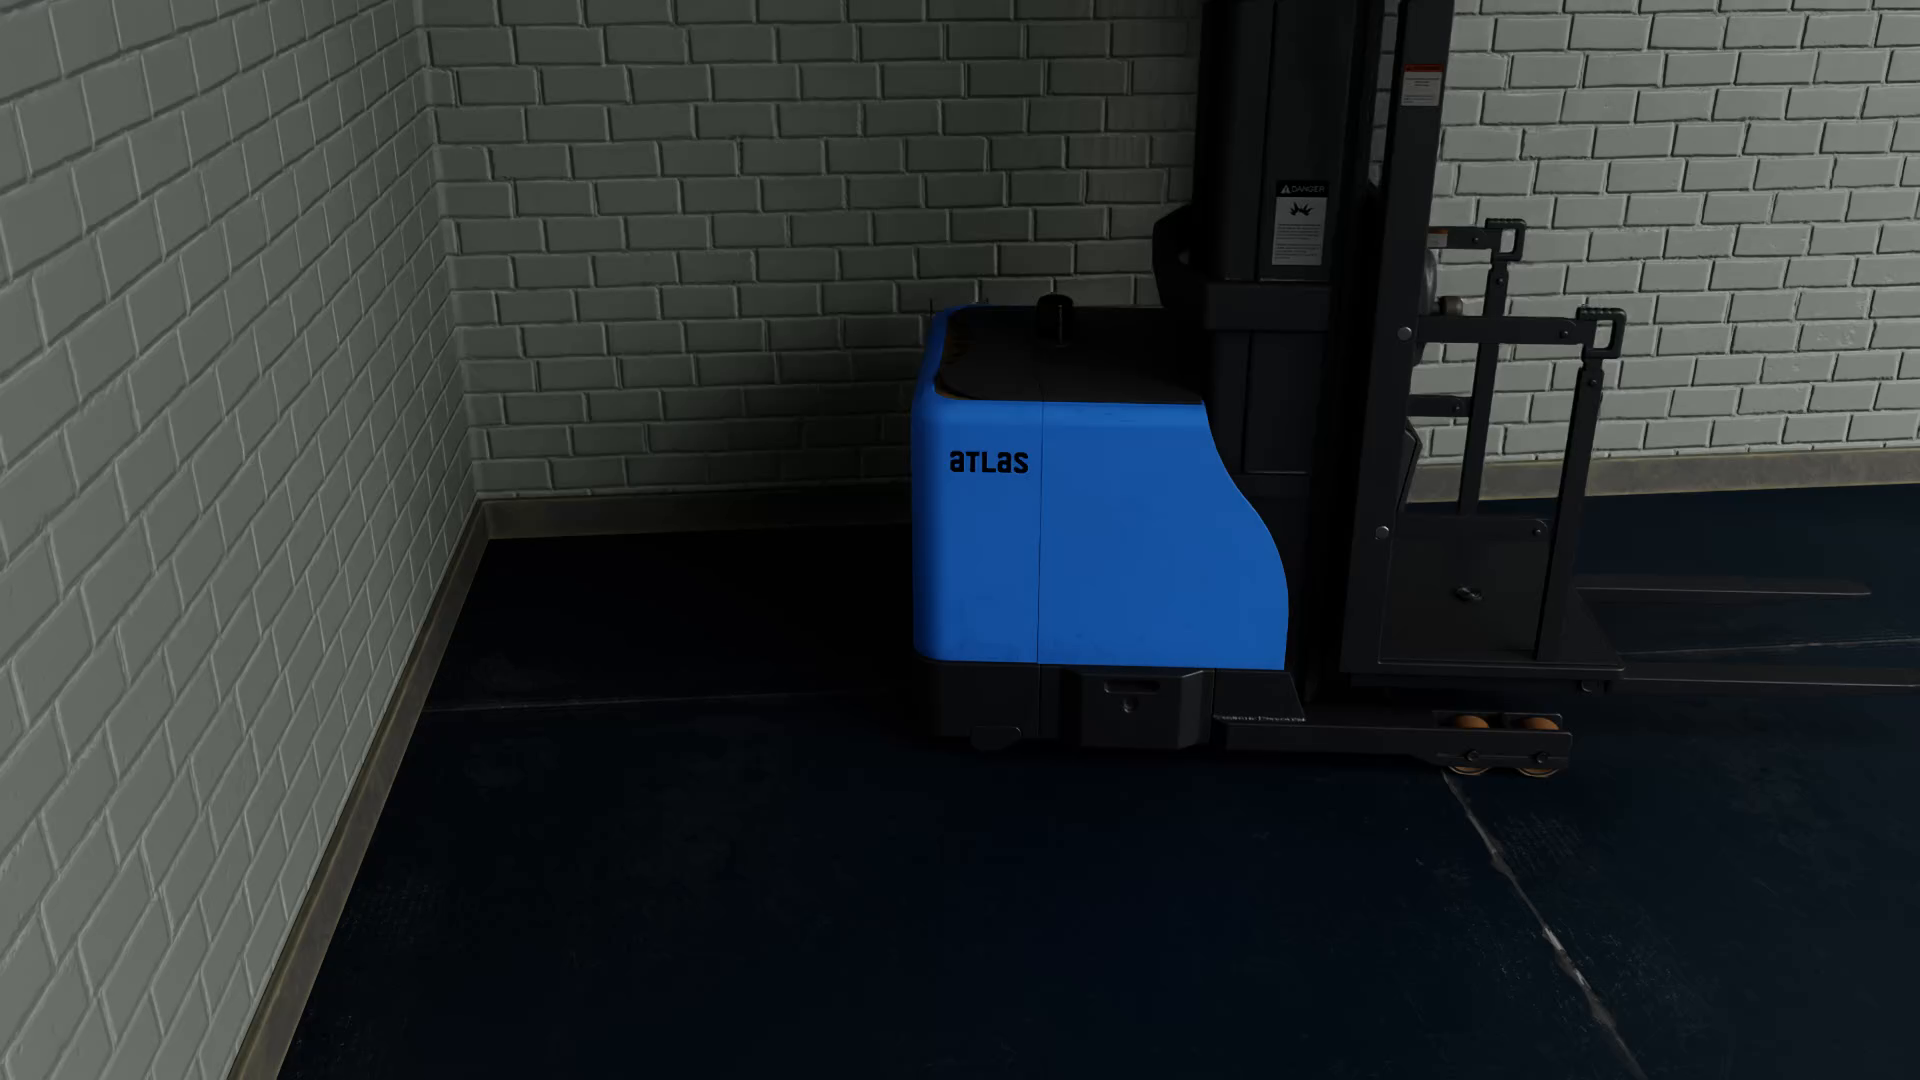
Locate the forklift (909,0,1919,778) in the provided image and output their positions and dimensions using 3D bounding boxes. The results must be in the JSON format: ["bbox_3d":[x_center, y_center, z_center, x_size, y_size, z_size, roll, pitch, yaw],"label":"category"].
[{"bbox_3d":[1.389,-0.887,4.637,3.031,2.935,1.130,1,24,3],"label":"forklift"}]

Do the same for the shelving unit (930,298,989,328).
[{"bbox_3d":[0.008,-0.412,6.068,0.210,0.900,0.258,-2,24,-5],"label":"shelving unit"}]

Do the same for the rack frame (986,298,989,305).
[{"bbox_3d":[0.109,-0.416,6.077,0.006,0.900,0.240,-2,24,-5],"label":"rack frame"}]

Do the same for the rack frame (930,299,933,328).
[{"bbox_3d":[-0.093,-0.407,6.059,0.006,0.900,0.240,-2,24,-5],"label":"rack frame"}]
